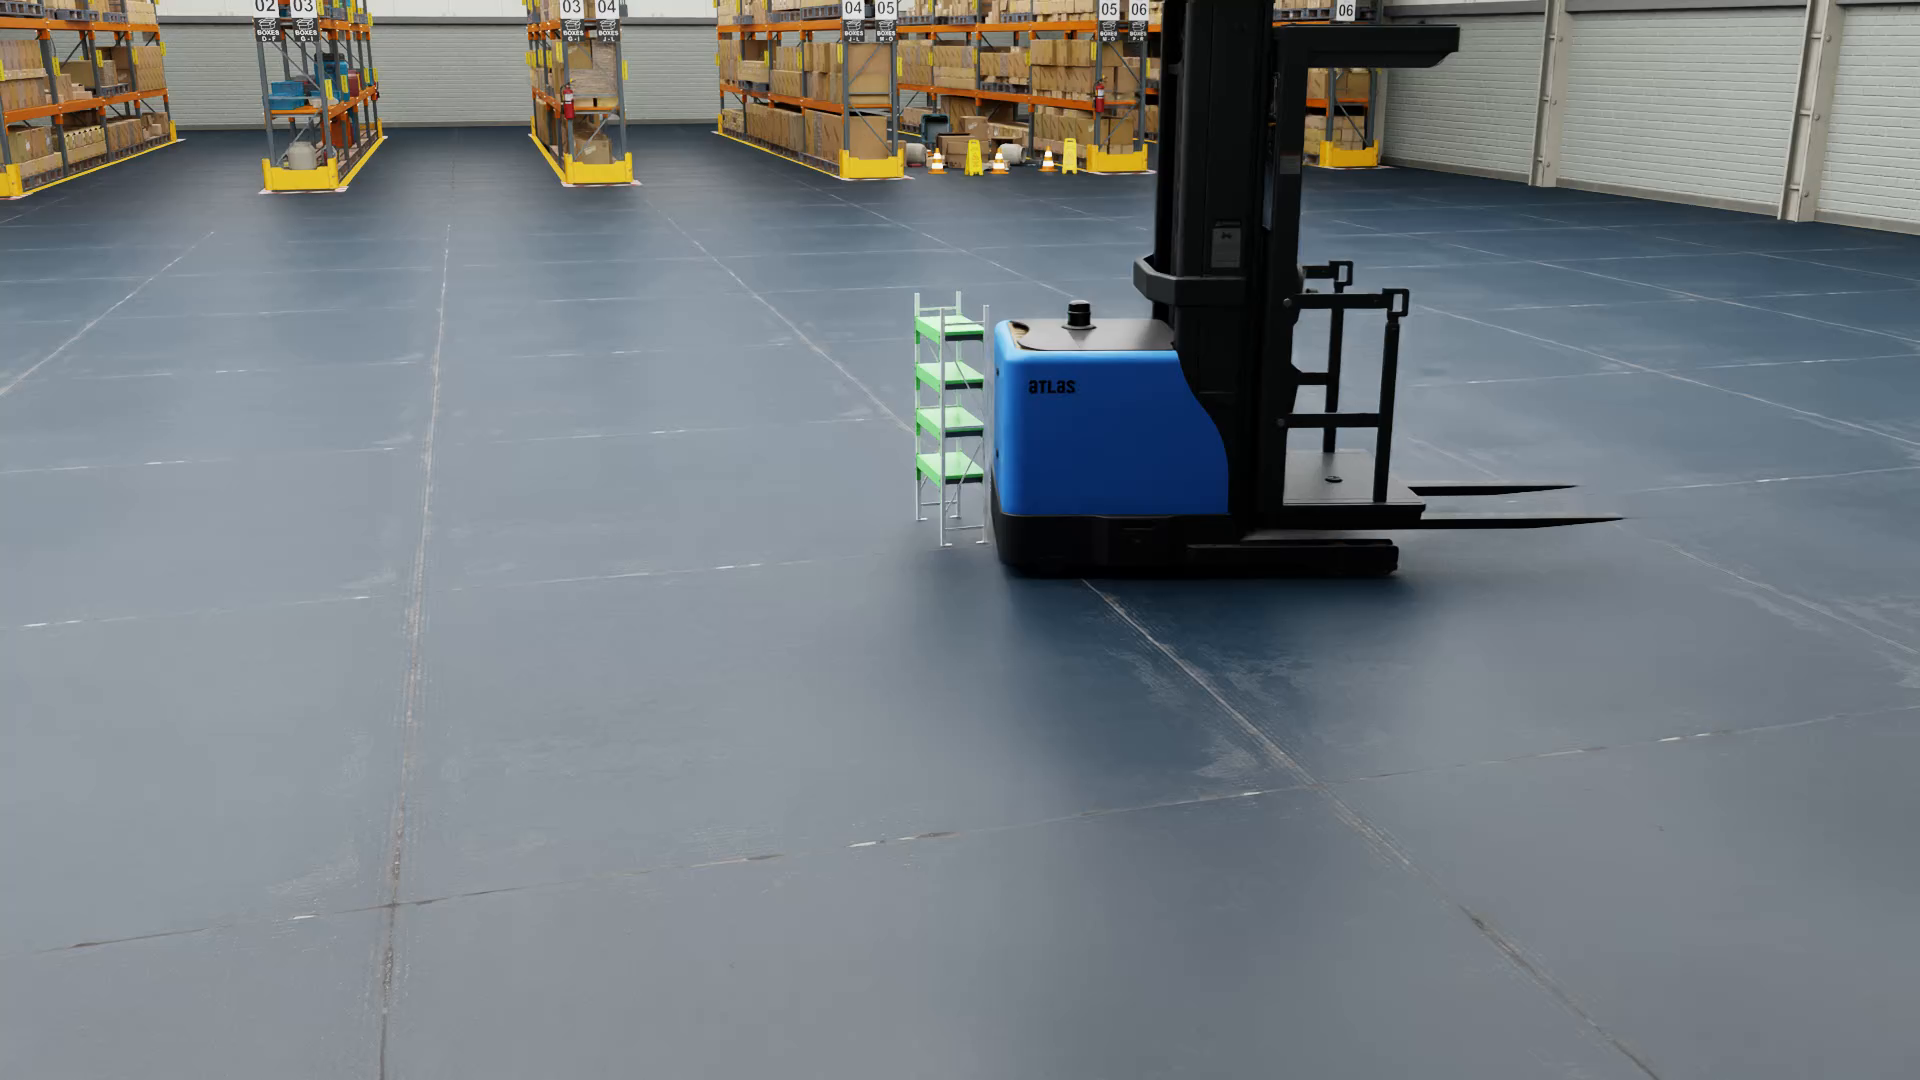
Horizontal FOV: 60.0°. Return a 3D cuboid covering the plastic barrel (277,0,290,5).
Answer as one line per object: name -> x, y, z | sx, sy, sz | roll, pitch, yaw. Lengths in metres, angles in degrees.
plastic barrel -> -11.466, -9.416, 27.895 | 0.600, 0.830, 0.708 | -5, 17, -15

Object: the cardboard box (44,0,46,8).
cardboard box -> -17.387, -10.053, 31.022 | 0.500, 0.250, 0.500 | -6, 18, -21

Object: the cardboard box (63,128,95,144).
cardboard box -> -17.506, -8.015, 32.996 | 0.500, 0.311, 0.500 | -5, 17, -16

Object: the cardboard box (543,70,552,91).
cardboard box -> -9.020, -10.218, 37.080 | 0.500, 0.500, 0.500 | -4, 17, -14

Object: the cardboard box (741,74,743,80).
cardboard box -> -5.136, -11.313, 40.608 | 0.380, 0.149, 0.250 | -5, 17, -15

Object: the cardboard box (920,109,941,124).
cardboard box -> -0.533, -11.347, 44.736 | 0.875, 0.438, 0.875 | -5, 17, -17

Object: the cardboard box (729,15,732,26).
cardboard box -> -5.609, -13.282, 42.502 | 0.500, 0.250, 0.500 | -5, 17, -16

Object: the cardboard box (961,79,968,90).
cardboard box -> 0.338, -11.024, 40.199 | 0.500, 0.250, 0.500 | -4, 17, -14

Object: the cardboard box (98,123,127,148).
cardboard box -> -18.305, -8.716, 35.836 | 0.500, 0.500, 0.500 | -5, 17, -16

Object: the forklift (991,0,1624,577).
forklift -> 1.689, -1.379, 7.950 | 3.031, 2.935, 1.130 | 0, 17, -2

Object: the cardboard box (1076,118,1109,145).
cardboard box -> 2.610, -8.068, 32.843 | 0.500, 0.500, 0.500 | -5, 17, -15

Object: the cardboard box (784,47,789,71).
cardboard box -> -3.452, -10.537, 36.406 | 0.700, 0.500, 0.500 | -5, 17, -16

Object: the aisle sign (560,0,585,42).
aisle sign -> -6.719, -9.044, 28.828 | 0.394, 0.787, 0.004 | -5, 17, -15

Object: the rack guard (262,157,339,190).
rack guard -> -11.276, -6.269, 28.452 | 1.175, 0.500, 0.348 | -5, 17, -15

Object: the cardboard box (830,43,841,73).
cardboard box -> -1.956, -9.044, 31.208 | 0.875, 0.550, 0.550 | -5, 17, -15

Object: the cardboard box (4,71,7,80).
cardboard box -> -16.017, -7.684, 27.517 | 0.380, 0.149, 0.250 | -5, 17, -15

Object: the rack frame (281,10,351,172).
rack frame -> -12.309, -8.555, 31.718 | 1.000, 3.000, 0.127 | -5, 17, -15

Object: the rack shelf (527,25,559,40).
rack shelf -> -10.295, -12.805, 41.902 | 1.077, 0.370, 4.000 | -5, 17, -15

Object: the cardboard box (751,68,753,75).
cardboard box -> -4.707, -11.026, 39.133 | 0.380, 0.149, 0.250 | -5, 17, -16

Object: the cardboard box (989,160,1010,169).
cardboard box -> 0.778, -7.461, 33.031 | 0.380, 0.149, 0.250 | 4, 17, 13

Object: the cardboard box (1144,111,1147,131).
cardboard box -> 4.896, -10.760, 42.673 | 0.500, 0.500, 0.500 | -5, 18, -17

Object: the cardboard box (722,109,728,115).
cardboard box -> -6.231, -11.579, 44.977 | 0.380, 0.149, 0.250 | -6, 18, -18

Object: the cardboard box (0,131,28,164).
cardboard box -> -16.046, -6.605, 27.974 | 0.500, 0.500, 0.500 | -5, 17, -15

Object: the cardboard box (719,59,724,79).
cardboard box -> -6.190, -12.674, 44.741 | 0.500, 0.500, 0.500 | -4, 17, -13

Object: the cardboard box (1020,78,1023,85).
cardboard box -> 1.519, -10.006, 36.254 | 0.380, 0.149, 0.250 | -5, 17, -17

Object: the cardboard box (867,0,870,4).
cardboard box -> -1.508, -9.960, 30.715 | 0.380, 0.149, 0.250 | -5, 17, -15

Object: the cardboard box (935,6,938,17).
cardboard box -> -0.416, -13.350, 41.971 | 0.396, 0.266, 0.258 | -5, 17, -16

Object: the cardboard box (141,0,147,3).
cardboard box -> -20.214, -13.306, 40.409 | 0.700, 0.500, 0.500 | -5, 17, -15

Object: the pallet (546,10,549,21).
pallet -> -7.614, -10.472, 33.214 | 1.213, 0.211, 1.003 | -5, 17, -15

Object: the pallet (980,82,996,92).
pallet -> 1.180, -10.556, 38.713 | 1.213, 0.211, 1.003 | -5, 17, -15

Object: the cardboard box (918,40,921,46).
cardboard box -> -0.898, -13.199, 44.139 | 0.380, 0.149, 0.250 | -5, 17, -16

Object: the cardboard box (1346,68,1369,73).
cardboard box -> 8.008, -9.490, 33.529 | 0.380, 0.149, 0.250 | -5, 17, -17

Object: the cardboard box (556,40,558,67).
cardboard box -> -7.244, -9.057, 30.961 | 0.500, 0.500, 0.500 | -5, 17, -15

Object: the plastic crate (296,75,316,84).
plastic crate -> -13.259, -9.221, 33.824 | 0.402, 0.464, 0.583 | -5, 17, -15

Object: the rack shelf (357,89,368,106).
rack shelf -> -13.958, -9.870, 37.347 | 1.077, 0.370, 4.000 | -5, 17, -15

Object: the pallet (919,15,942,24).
pallet -> -0.432, -13.564, 43.334 | 1.003, 0.211, 1.213 | -5, 17, -15

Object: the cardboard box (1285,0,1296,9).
cardboard box -> 7.187, -11.311, 34.597 | 0.797, 0.503, 0.637 | -4, 17, -13

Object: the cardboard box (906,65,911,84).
cardboard box -> -1.172, -12.662, 45.217 | 0.500, 0.500, 0.500 | -5, 17, -16

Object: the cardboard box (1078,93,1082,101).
cardboard box -> 2.546, -8.724, 32.717 | 0.380, 0.149, 0.250 | -5, 17, -16

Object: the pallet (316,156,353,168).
pallet -> -12.562, -7.434, 32.832 | 1.003, 0.211, 1.213 | -5, 17, -15

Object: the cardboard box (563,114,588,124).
cardboard box -> -8.278, -9.097, 35.799 | 0.500, 0.250, 0.500 | -3, 17, -9

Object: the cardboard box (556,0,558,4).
cardboard box -> -6.963, -9.596, 29.538 | 0.380, 0.149, 0.250 | -5, 18, -18

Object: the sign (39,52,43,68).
sign -> -18.691, -9.742, 33.795 | 0.100, 0.325, 0.005 | -5, 17, -15

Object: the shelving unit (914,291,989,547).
shelving unit -> -0.045, -0.620, 8.432 | 0.258, 1.200, 0.503 | -5, 17, -15

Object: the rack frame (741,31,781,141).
rack frame -> -4.949, -11.524, 41.601 | 1.000, 3.000, 0.127 | -5, 17, -15

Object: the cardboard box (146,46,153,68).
cardboard box -> -19.556, -11.484, 39.558 | 0.500, 0.500, 0.500 | -4, 17, -14

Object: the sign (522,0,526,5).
sign -> -11.380, -14.117, 43.363 | 0.100, 0.325, 0.005 | -5, 17, -15

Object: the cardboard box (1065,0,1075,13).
cardboard box -> 2.397, -10.533, 32.834 | 0.500, 0.250, 0.500 | -4, 17, -14

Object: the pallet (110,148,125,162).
pallet -> -18.341, -8.145, 35.200 | 1.003, 0.211, 1.213 | -5, 17, -15

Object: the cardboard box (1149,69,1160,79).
cardboard box -> 5.053, -11.625, 41.471 | 0.500, 0.250, 0.500 | -6, 18, -18
